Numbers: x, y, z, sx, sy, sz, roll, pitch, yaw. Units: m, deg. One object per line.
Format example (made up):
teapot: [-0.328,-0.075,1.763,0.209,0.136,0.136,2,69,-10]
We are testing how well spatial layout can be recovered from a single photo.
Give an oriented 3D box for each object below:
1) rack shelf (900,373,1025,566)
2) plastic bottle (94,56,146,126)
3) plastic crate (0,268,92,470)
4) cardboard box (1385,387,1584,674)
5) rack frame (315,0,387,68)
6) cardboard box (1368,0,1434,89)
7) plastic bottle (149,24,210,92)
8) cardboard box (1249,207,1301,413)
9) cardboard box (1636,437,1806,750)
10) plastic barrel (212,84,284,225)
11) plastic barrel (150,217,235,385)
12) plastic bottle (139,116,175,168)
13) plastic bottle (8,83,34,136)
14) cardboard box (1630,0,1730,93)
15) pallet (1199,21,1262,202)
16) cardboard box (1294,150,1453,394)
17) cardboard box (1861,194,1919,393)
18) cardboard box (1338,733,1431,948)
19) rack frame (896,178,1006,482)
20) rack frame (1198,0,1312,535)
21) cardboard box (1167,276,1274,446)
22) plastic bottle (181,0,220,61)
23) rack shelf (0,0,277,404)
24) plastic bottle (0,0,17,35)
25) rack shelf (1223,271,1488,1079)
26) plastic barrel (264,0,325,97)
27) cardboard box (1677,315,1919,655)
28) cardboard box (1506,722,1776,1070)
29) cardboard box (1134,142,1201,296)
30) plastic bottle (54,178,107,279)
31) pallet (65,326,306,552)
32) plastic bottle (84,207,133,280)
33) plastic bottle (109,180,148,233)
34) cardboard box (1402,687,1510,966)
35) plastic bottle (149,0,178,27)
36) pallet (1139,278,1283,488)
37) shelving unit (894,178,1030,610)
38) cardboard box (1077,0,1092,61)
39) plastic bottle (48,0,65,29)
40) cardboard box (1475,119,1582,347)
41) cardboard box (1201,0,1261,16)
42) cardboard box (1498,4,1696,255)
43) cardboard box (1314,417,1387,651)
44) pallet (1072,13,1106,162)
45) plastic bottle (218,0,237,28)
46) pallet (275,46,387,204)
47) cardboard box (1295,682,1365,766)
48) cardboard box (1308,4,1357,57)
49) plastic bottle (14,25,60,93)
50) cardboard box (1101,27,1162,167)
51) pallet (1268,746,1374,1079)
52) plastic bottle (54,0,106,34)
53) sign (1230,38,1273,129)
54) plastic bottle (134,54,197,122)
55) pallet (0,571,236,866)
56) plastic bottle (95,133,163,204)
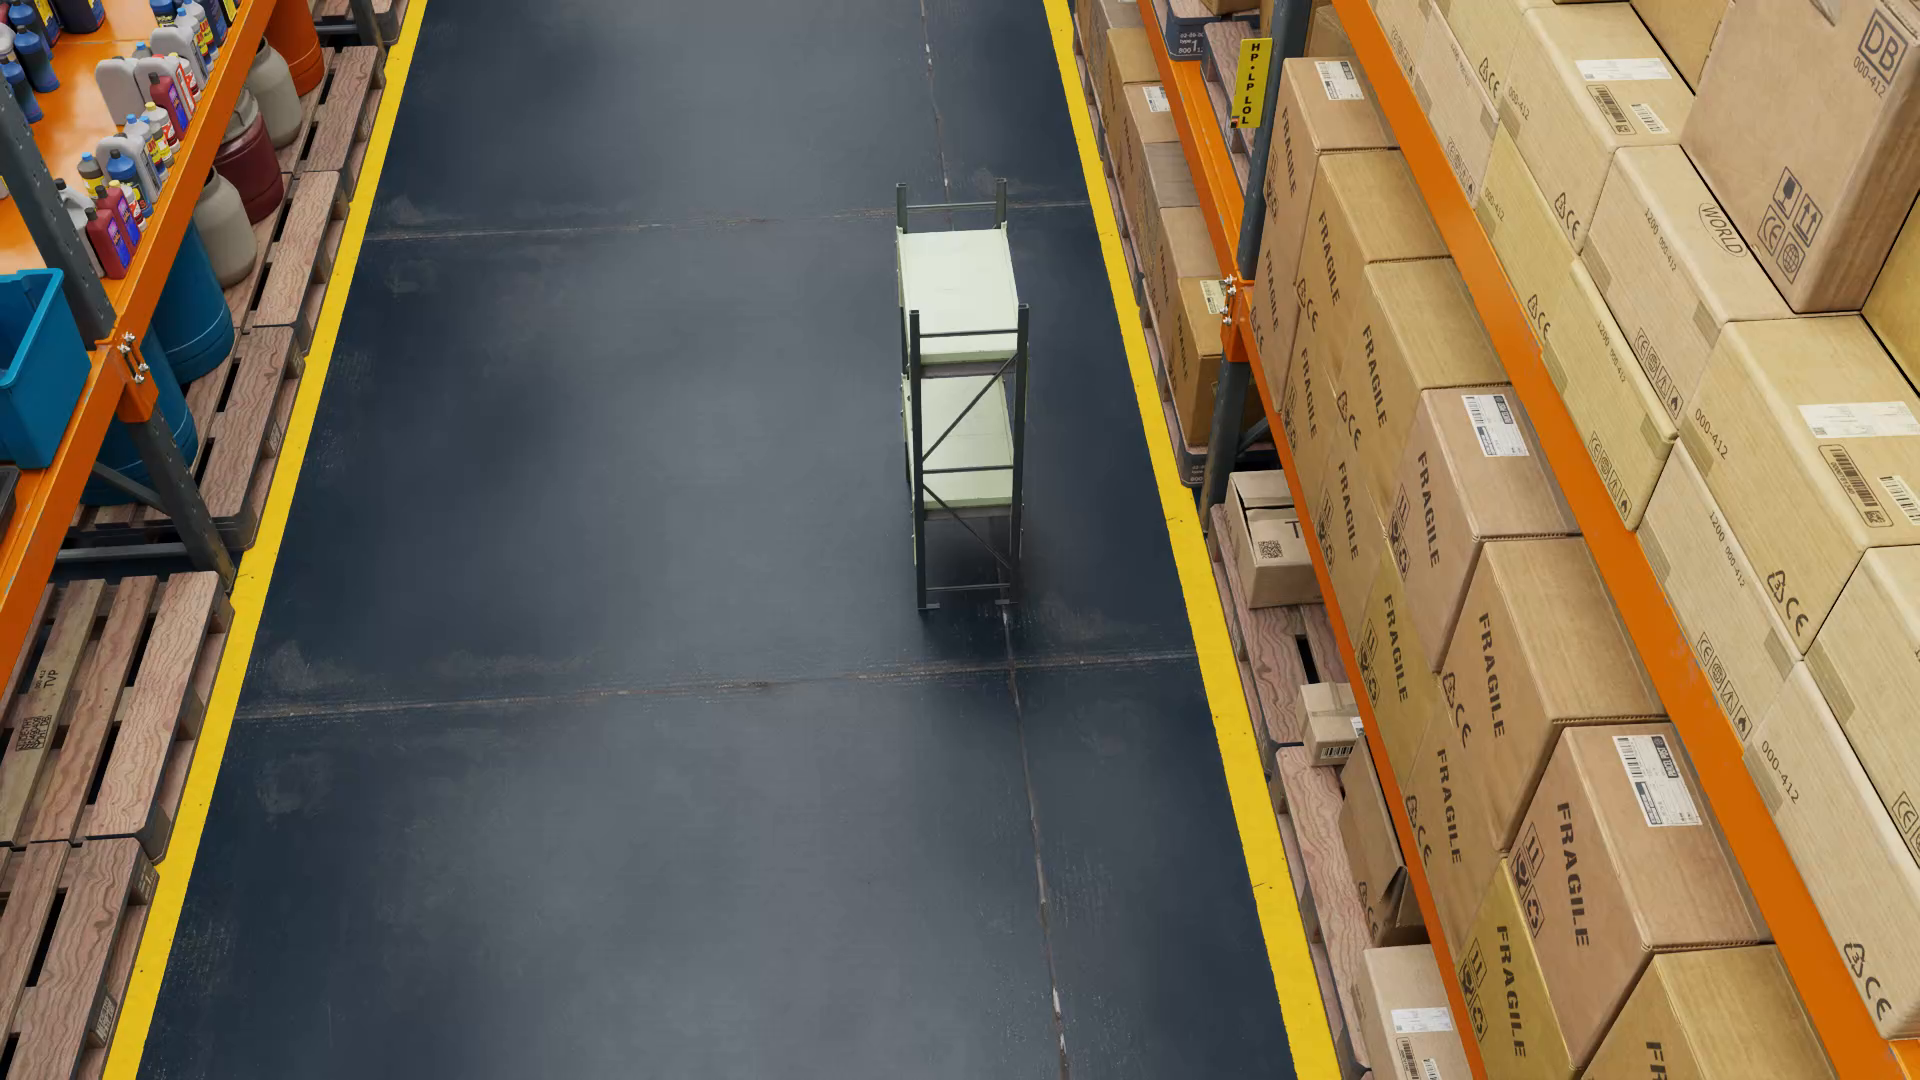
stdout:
rack shelf: [-0.001,-0.296,6.583,0.431,0.370,0.720,-3,47,-3]
plastic bottle: [-3.321,-1.805,6.615,0.152,0.276,0.135,-3,47,-3]
plastic crate: [-3.054,-0.527,5.289,0.392,0.384,0.575,-3,47,-3]
cardboard box: [1.392,-0.029,4.090,0.500,0.500,0.500,-2,47,-2]
rack frame: [-3.768,-3.723,8.346,1.000,3.000,0.127,-3,47,-3]
cardboard box: [1.335,-1.378,4.163,0.500,0.250,0.500,-3,47,-3]
plastic bottle: [-3.189,-1.982,6.783,0.152,0.276,0.135,-3,47,-3]
cardboard box: [1.274,-0.776,5.487,0.500,0.500,0.500,-2,47,-2]
cardboard box: [1.501,0.069,2.793,0.500,0.250,0.500,-3,47,-3]
plastic barrel: [-3.616,-1.868,7.961,0.600,0.588,0.708,-3,47,-3]
plastic barrel: [-3.521,-1.159,7.074,0.600,0.901,0.708,-3,47,-3]
plastic bottle: [-3.114,-1.539,6.415,0.097,0.201,0.097,0,47,0]
plastic bottle: [-3.738,-1.700,6.519,0.097,0.271,0.097,0,47,0]
cardboard box: [1.724,-1.103,3.042,0.700,0.500,0.500,-3,47,-3]
pallet: [1.545,-1.646,6.512,1.003,0.211,1.213,-3,47,-3]
cardboard box: [1.306,-0.774,4.796,0.500,0.500,0.500,-5,47,-5]
cardboard box: [1.821,-0.380,2.357,0.700,0.500,0.500,-3,47,-3]
cardboard box: [1.665,0.939,5.348,0.797,0.503,0.637,-3,47,-3]
rack frame: [-0.031,-0.785,6.597,0.400,1.500,0.023,-3,47,-3]
rack frame: [1.503,-1.127,5.888,1.000,3.000,0.127,-3,47,-3]
cardboard box: [1.176,-0.759,6.958,0.500,0.500,0.500,-4,47,-4]
plastic bottle: [-3.180,-2.136,6.932,0.097,0.271,0.097,0,47,0]
rack shelf: [-3.601,-2.028,7.237,1.077,0.370,4.000,-3,47,-3]
plastic bottle: [-3.957,-2.113,6.902,0.061,0.283,0.133,-3,47,-3]
rack shelf: [1.670,0.567,4.779,1.077,0.370,4.000,-3,47,-3]
plastic barrel: [-3.710,-2.768,8.648,0.600,0.830,0.708,-3,47,-3]
cardboard box: [1.499,-0.103,2.611,0.500,0.250,0.500,-3,47,-3]
cardboard box: [1.484,0.718,3.383,0.500,0.500,0.500,-2,47,-2]
cardboard box: [1.102,-1.480,7.640,0.500,0.500,0.500,-3,47,-3]
plastic bottle: [-3.143,-1.115,5.911,0.144,0.351,0.185,-3,47,-3]
pallet: [-3.456,-0.431,7.149,1.003,0.211,1.213,-3,47,-3]
plastic bottle: [-3.039,-1.080,5.924,0.061,0.283,0.133,-3,47,-3]
plastic bottle: [-3.078,-1.231,6.123,0.097,0.201,0.097,0,47,0]
cardboard box: [1.446,0.689,4.100,0.500,0.500,0.500,-3,47,-3]
plastic bottle: [-3.332,-2.198,6.991,0.097,0.271,0.097,0,47,0]
pallet: [1.397,-0.754,7.456,1.003,0.211,1.213,-3,47,-3]
shelving unit: [-0.001,-0.521,6.347,0.431,1.500,0.755,-3,47,-3]
cardboard box: [0.922,-2.966,9.048,0.500,0.500,0.500,-2,47,-2]
plastic bottle: [-3.938,-2.344,7.126,0.152,0.276,0.135,-3,47,-3]
cardboard box: [1.421,-0.655,3.478,0.500,0.250,0.500,-3,47,-3]
cardboard box: [1.294,-2.580,6.906,0.700,0.500,0.500,-14,48,-13]
cardboard box: [1.412,-0.826,3.296,0.500,0.250,0.500,-3,47,-3]
cardboard box: [1.360,-0.044,4.793,0.500,0.500,0.500,-4,47,-4]
pallet: [1.193,-2.520,9.128,1.003,0.211,1.213,-3,47,-3]
plastic bottle: [-3.187,-2.359,7.135,0.061,0.283,0.133,-3,47,-3]
pallet: [-3.661,-2.196,8.821,1.003,0.211,1.213,-3,47,-3]
cardboard box: [1.405,0.638,5.865,0.380,0.166,0.250,-3,47,-3]
cardboard box: [1.686,-1.662,6.037,0.700,0.500,0.500,-18,49,-16]
plastic bottle: [-3.769,-1.965,6.771,0.097,0.271,0.097,0,47,0]
cardboard box: [1.008,-2.225,8.346,0.500,0.500,0.500,-4,47,-4]
pallet: [1.665,1.213,5.592,1.003,0.211,1.213,-3,47,-3]
plastic bottle: [-3.788,-2.361,7.090,0.144,0.351,0.185,-3,47,-3]
sign: [0.950,-1.489,5.433,0.100,0.325,0.005,-3,47,-3]
plastic bottle: [-3.170,-1.814,6.624,0.152,0.276,0.135,-3,47,-3]
pallet: [-3.333,0.660,6.116,1.003,0.211,1.213,-3,47,-3]
plastic bottle: [-3.123,-1.409,6.240,0.152,0.276,0.135,-3,47,-3]
